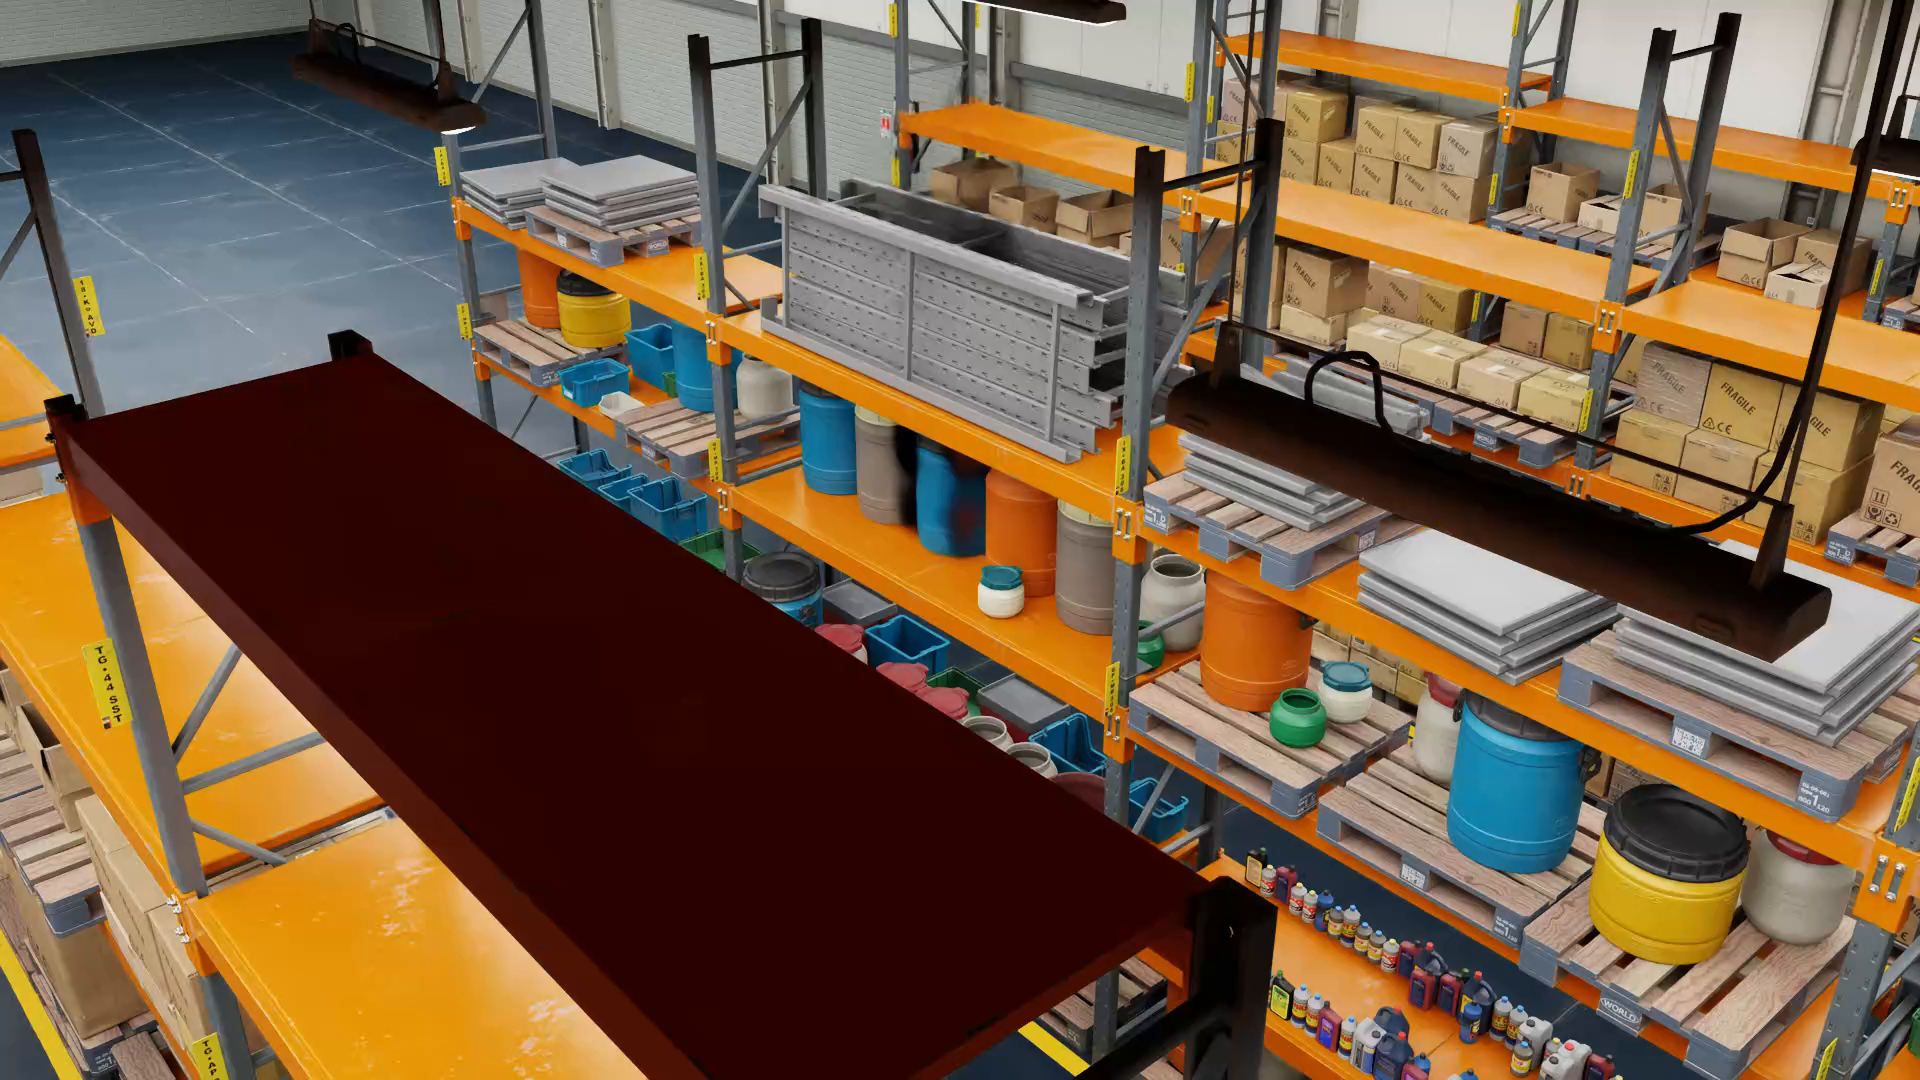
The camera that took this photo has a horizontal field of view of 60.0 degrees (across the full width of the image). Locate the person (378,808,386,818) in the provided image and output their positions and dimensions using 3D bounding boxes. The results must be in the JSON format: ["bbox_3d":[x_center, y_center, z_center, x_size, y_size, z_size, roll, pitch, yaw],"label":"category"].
[{"bbox_3d":[-4.129,1.928,11.244,0.646,1.814,0.645,-23,35,-37],"label":"person"}]
